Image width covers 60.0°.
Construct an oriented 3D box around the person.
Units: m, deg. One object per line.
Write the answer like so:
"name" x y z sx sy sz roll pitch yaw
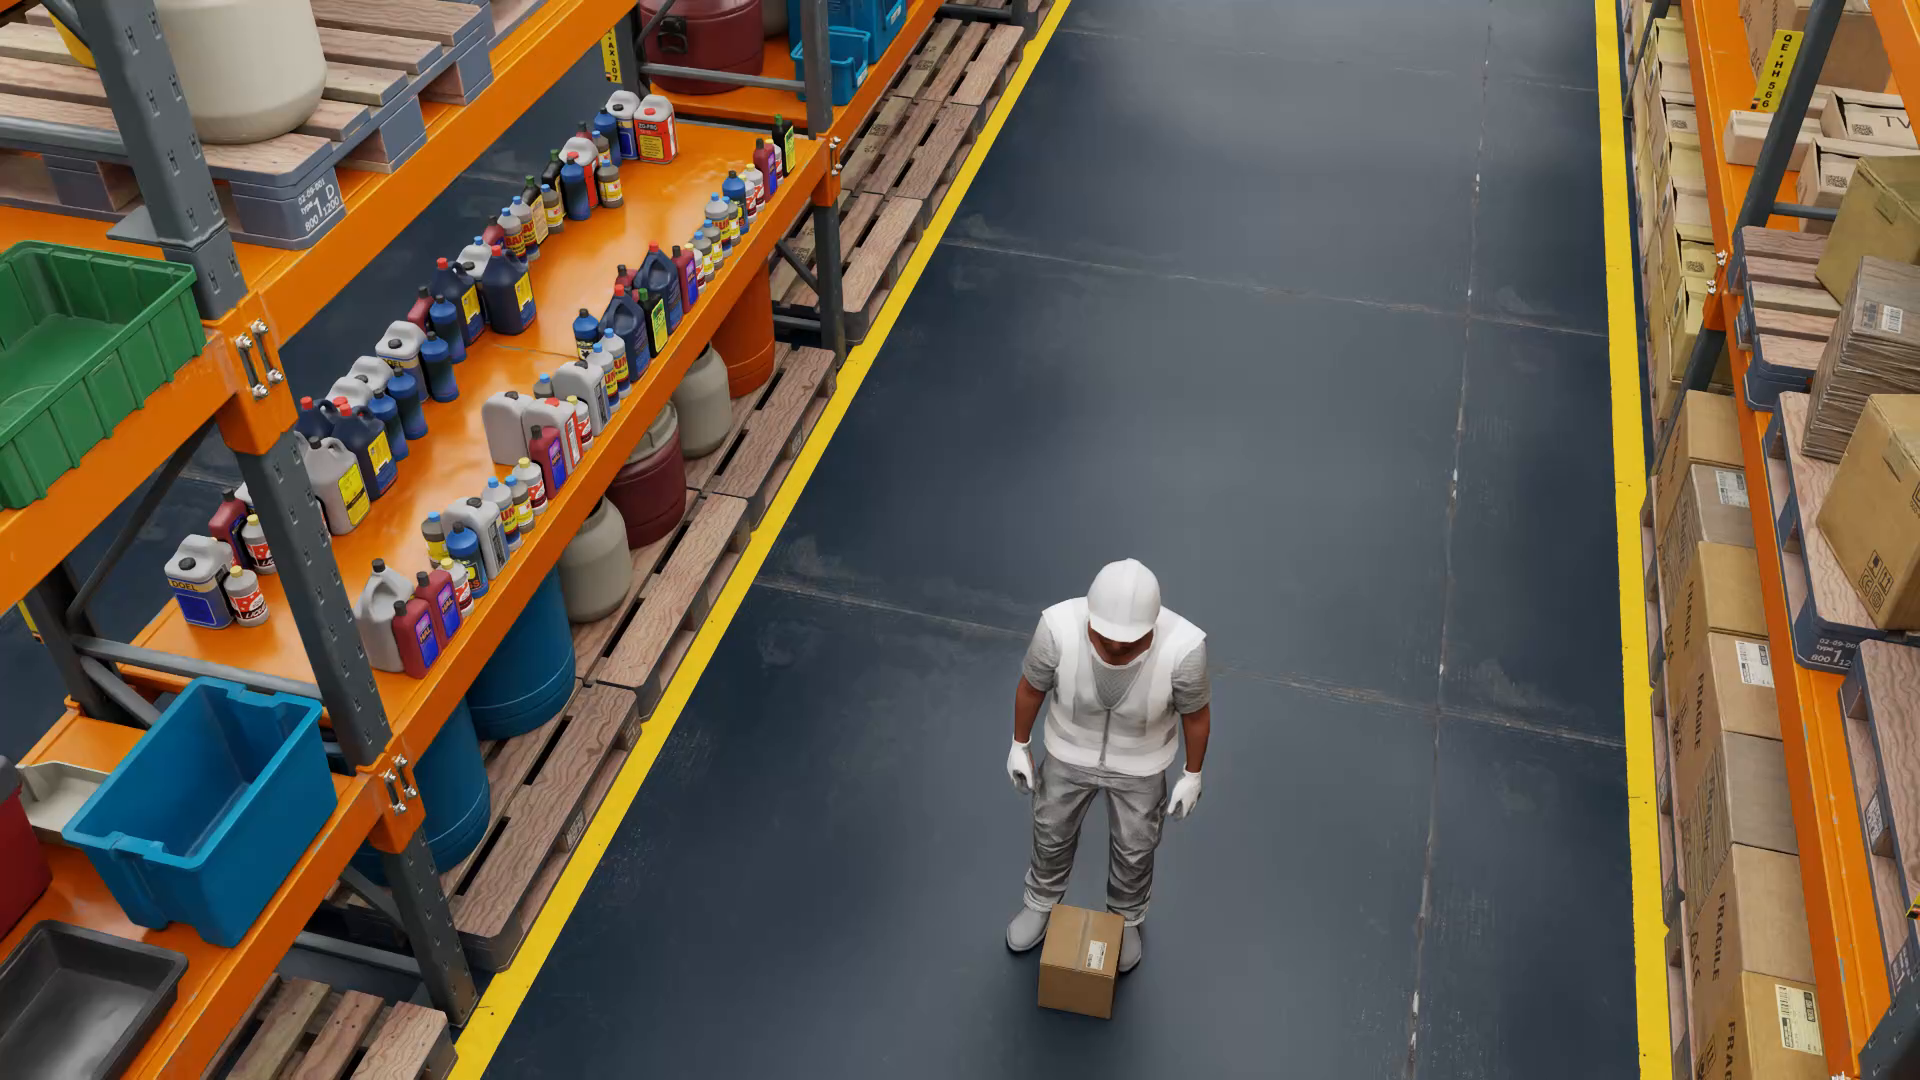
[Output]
"person" 0.467 0.709 5.323 0.631 1.774 0.451 9 41 10
